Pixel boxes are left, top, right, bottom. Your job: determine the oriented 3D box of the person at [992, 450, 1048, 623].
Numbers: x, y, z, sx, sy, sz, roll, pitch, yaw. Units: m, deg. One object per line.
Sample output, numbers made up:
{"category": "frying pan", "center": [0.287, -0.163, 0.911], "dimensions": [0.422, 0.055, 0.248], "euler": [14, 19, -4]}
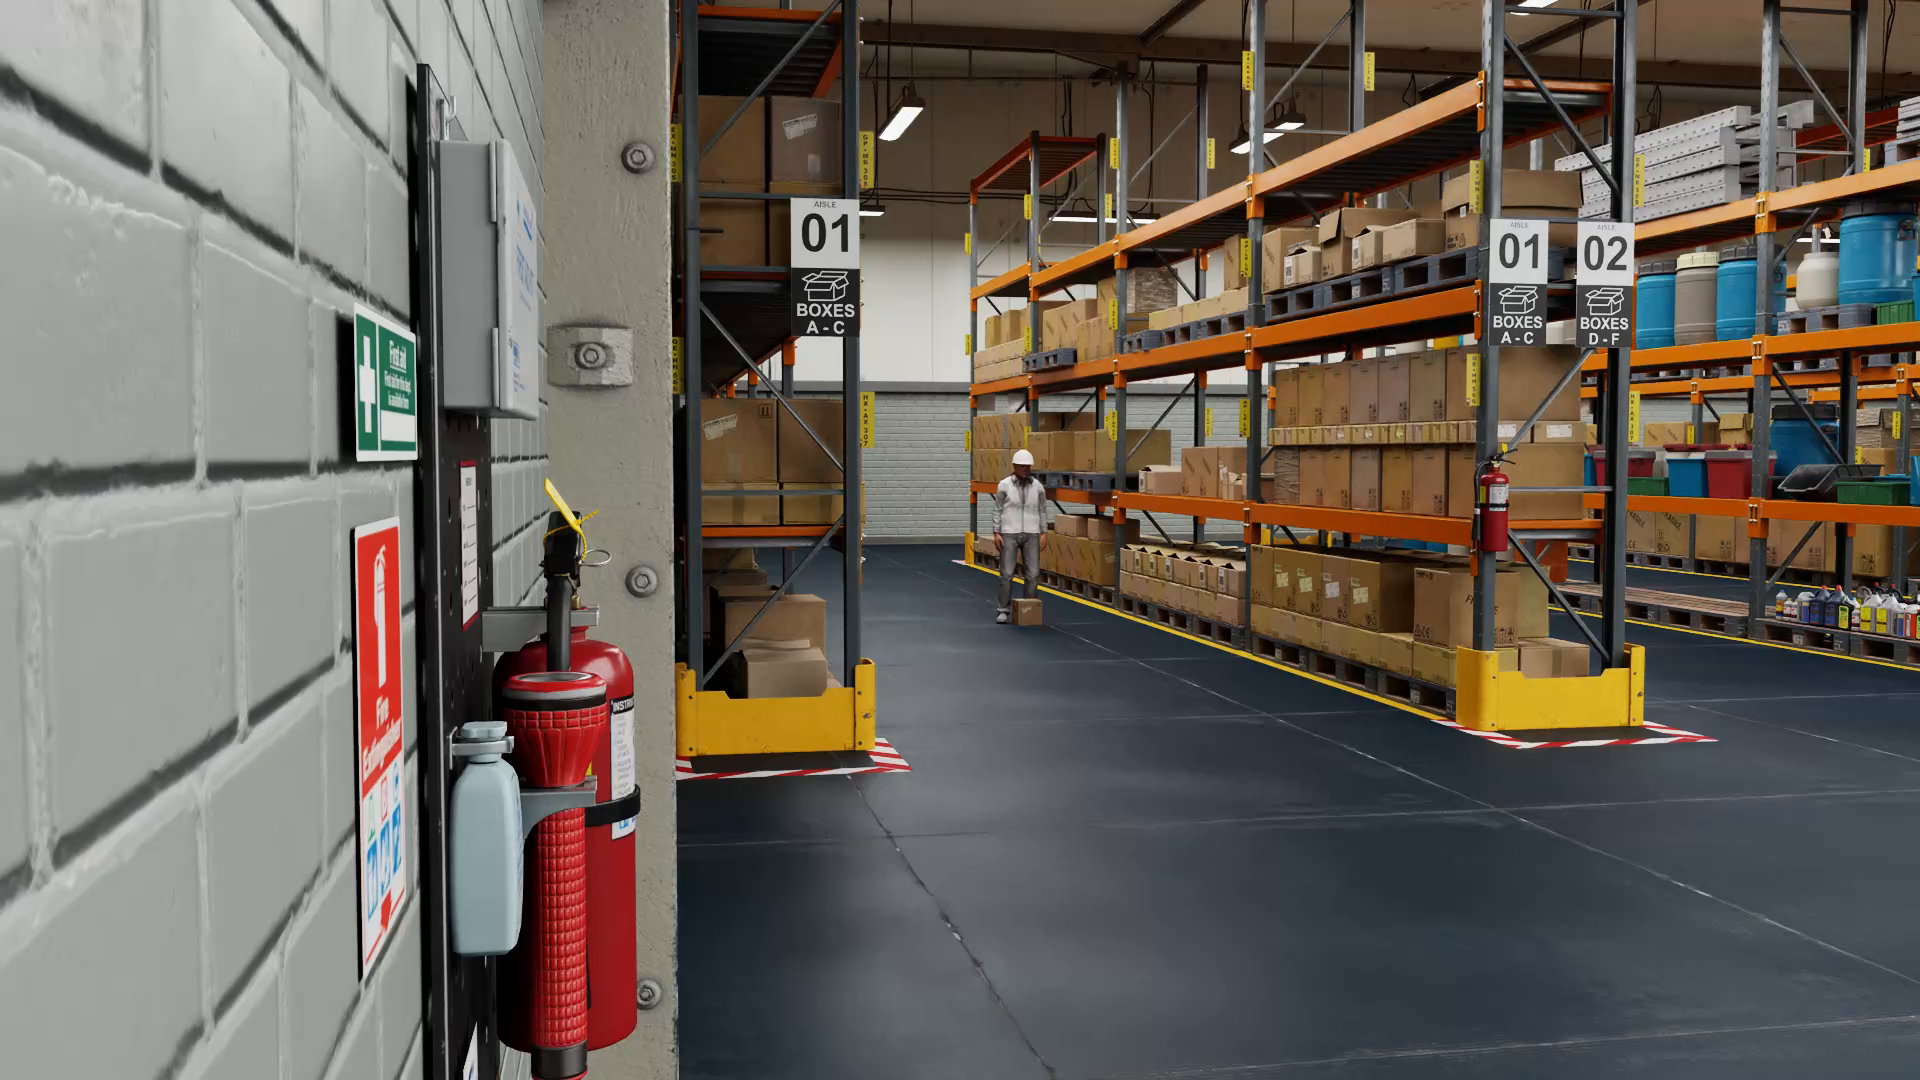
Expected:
{"category": "person", "center": [0.619, -0.040, 17.106], "dimensions": [0.580, 1.772, 0.460], "euler": [-1, 3, -11]}
